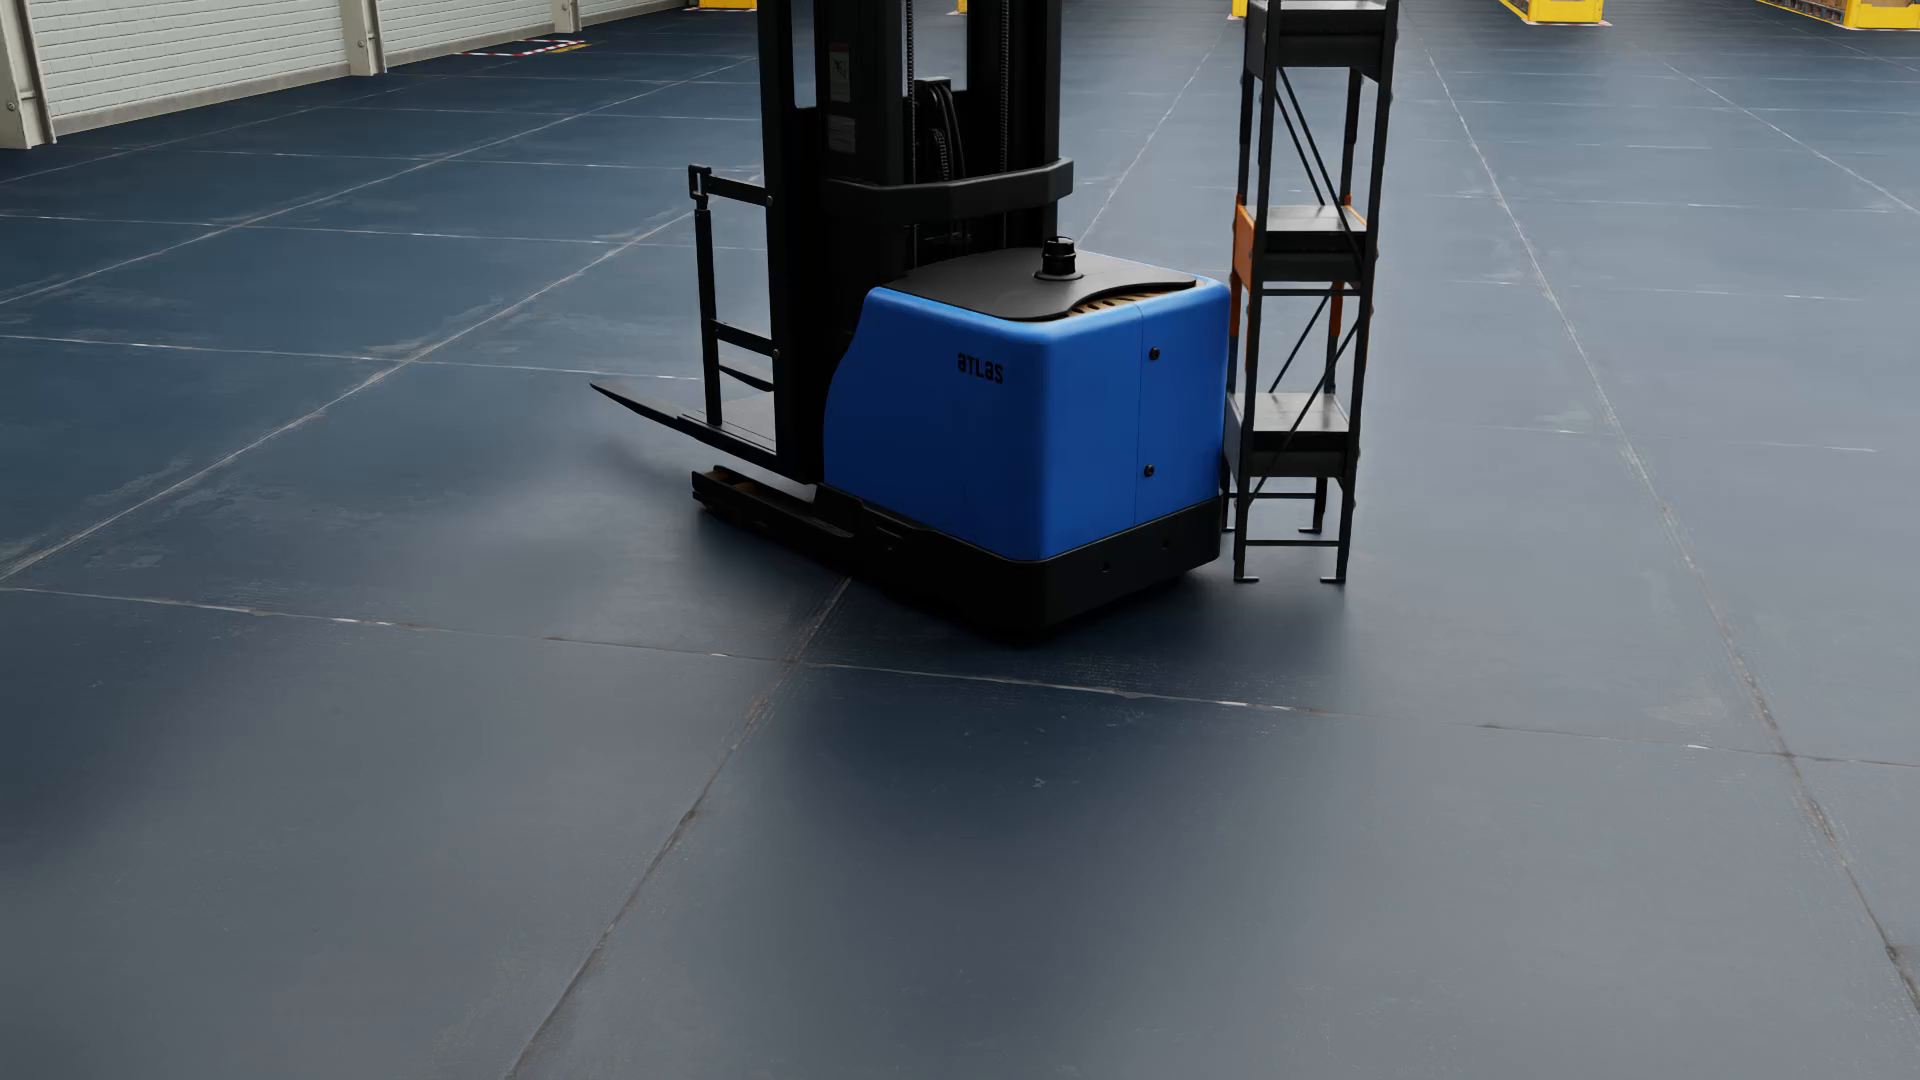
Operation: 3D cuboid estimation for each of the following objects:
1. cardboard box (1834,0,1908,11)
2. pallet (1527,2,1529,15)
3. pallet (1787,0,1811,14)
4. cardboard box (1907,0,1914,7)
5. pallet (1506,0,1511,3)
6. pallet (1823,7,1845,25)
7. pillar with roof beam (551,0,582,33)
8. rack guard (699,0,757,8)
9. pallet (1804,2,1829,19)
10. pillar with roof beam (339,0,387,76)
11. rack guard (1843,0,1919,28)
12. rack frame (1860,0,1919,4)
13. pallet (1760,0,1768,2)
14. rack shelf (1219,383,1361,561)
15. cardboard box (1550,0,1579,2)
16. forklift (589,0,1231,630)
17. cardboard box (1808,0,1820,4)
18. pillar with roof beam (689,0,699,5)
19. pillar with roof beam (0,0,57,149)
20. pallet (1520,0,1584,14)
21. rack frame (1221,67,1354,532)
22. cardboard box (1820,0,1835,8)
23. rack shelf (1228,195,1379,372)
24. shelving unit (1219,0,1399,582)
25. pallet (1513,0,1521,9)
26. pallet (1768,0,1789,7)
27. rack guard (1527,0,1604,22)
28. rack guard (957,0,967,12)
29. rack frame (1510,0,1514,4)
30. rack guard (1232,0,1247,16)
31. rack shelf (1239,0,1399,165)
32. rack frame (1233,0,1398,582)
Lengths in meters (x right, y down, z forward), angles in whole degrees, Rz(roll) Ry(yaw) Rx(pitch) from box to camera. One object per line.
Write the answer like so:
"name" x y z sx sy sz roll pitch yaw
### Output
"cardboard box" 15.159 -9.241 27.566 0.875 0.875 0.875 5 22 11
"pallet" 10.466 -9.223 28.971 1.003 0.211 1.213 4 22 11
"pallet" 15.669 -9.676 30.097 1.003 0.211 1.213 4 22 11
"cardboard box" 16.589 -9.438 29.114 0.500 0.500 0.500 8 23 20
"pallet" 11.223 -10.648 32.510 1.003 0.211 1.213 4 22 11
"pallet" 15.171 -8.784 27.881 1.003 0.211 1.213 4 22 11
"pillar with roof beam" -2.011 -11.909 23.878 9.100 9.000 0.400 4 22 11
"rack guard" -4.282 -10.195 30.999 1.175 0.500 0.348 4 22 11
"pallet" 15.423 -9.229 28.986 1.003 0.211 1.213 4 22 11
"pillar with roof beam" -3.236 -9.715 18.429 9.100 9.000 0.400 4 22 11
"rack guard" 15.080 -8.611 27.064 1.175 0.500 0.348 4 22 11
"rack frame" 15.085 -9.779 26.619 1.000 3.000 0.127 4 22 11
"pallet" 16.231 -10.684 32.599 1.003 0.211 1.213 4 22 11
"rack shelf" 1.191 -0.257 6.089 0.431 0.518 0.480 0 22 1
"cardboard box" 10.394 -9.456 28.602 0.500 0.500 0.500 9 24 21
"forklift" -0.417 -1.532 6.234 1.130 2.935 3.031 -19 29 -38
"cardboard box" 15.524 -9.896 29.193 0.875 0.875 0.875 5 22 11
"pillar with roof beam" -0.787 -14.103 29.326 9.100 9.000 0.400 4 22 11
"pillar with roof beam" -4.460 -7.520 12.981 9.100 9.000 0.400 4 22 11
"pallet" 10.717 -9.668 30.075 1.003 0.211 1.213 4 22 11
"rack frame" 1.195 -1.010 6.049 0.400 2.100 0.015 0 22 1
"cardboard box" 15.336 -9.563 28.365 0.875 0.875 0.875 4 22 10
"rack shelf" 1.189 -0.906 5.827 0.431 0.518 0.480 0 22 1
"shelving unit" 1.189 -0.919 5.822 0.431 2.100 0.503 0 22 1
"pallet" 10.964 -10.115 31.187 1.003 0.211 1.213 4 22 11
"pallet" 15.985 -10.236 31.487 1.003 0.211 1.213 4 22 11
"rack guard" 10.265 -9.062 28.186 1.175 0.500 0.348 4 22 11
"rack guard" 0.548 -9.782 29.973 1.175 0.500 0.348 4 22 11
"rack frame" 11.066 -11.657 31.282 1.000 3.000 0.127 4 22 11
"rack guard" 5.371 -9.443 29.132 1.175 0.500 0.348 4 22 11
"rack shelf" 1.186 -1.556 5.566 0.431 0.518 0.480 0 22 1
"rack frame" 1.183 -0.828 5.596 0.400 2.100 0.015 0 22 1
